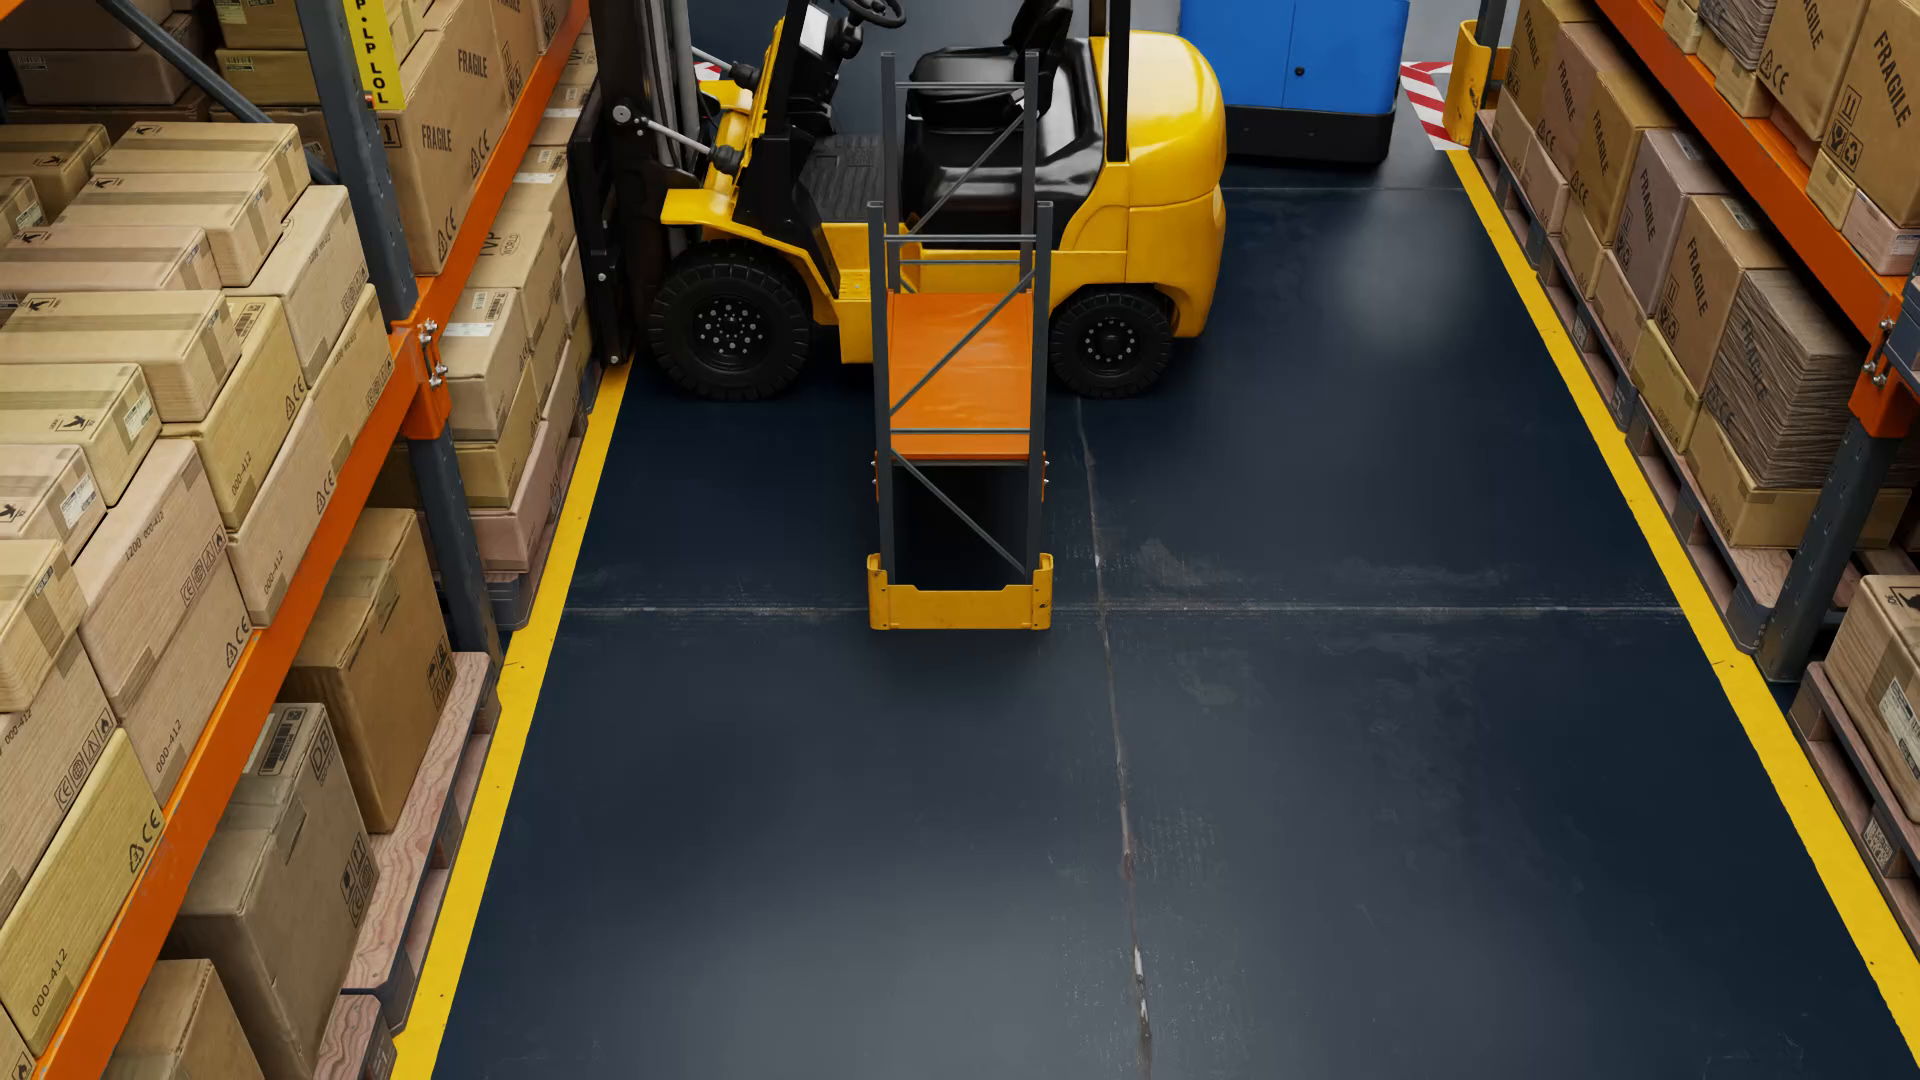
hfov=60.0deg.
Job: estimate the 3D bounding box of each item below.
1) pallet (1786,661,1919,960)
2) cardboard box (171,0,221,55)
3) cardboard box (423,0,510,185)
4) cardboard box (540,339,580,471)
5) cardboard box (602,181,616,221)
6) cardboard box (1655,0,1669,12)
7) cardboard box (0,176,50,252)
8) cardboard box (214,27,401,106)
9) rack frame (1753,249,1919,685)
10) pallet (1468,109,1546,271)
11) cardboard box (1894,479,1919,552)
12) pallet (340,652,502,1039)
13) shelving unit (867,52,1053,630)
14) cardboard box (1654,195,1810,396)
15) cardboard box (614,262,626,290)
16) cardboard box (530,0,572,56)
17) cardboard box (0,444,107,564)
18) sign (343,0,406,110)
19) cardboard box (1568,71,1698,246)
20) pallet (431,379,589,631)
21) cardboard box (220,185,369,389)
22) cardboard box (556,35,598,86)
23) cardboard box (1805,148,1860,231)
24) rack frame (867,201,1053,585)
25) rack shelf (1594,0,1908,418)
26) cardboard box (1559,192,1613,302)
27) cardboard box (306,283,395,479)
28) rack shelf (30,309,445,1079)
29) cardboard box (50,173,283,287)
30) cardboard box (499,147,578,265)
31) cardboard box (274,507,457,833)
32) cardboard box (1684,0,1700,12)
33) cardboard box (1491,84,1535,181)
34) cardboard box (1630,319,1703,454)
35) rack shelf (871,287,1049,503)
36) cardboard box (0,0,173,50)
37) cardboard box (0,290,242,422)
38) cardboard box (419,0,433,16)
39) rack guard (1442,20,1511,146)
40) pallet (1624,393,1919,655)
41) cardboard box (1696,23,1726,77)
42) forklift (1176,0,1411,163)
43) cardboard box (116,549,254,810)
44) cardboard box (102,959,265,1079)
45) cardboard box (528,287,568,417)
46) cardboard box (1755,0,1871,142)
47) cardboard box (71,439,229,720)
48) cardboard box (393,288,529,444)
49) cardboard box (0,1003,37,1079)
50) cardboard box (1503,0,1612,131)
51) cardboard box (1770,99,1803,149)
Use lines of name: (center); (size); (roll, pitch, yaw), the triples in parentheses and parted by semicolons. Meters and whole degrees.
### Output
pallet: (3.021, 0.817, 4.562); (1.003, 0.211, 1.213); (0, 39, 0)
cardboard box: (-2.237, -1.402, 4.502); (0.380, 0.149, 0.250); (-1, 39, -1)
cardboard box: (-1.702, -1.395, 5.012); (0.500, 0.500, 0.500); (1, 39, 1)
cardboard box: (-1.630, -0.464, 5.793); (0.500, 0.250, 0.500); (-1, 39, -1)
cardboard box: (-1.628, -1.286, 6.420); (0.500, 0.250, 0.500); (0, 39, 0)
cardboard box: (2.760, -1.975, 6.016); (0.380, 0.149, 0.250); (-1, 39, -1)
cardboard box: (-2.211, -0.657, 3.572); (0.380, 0.149, 0.250); (-1, 39, -2)
cardboard box: (-1.682, -1.244, 4.305); (0.380, 0.149, 0.250); (-1, 39, -1)
rack frame: (3.019, -0.758, 4.298); (1.000, 3.000, 0.127); (0, 39, 0)
pallet: (2.980, -1.616, 7.598); (1.003, 0.211, 1.213); (0, 39, 0)
cardboard box: (3.288, -0.218, 5.487); (0.500, 0.250, 0.500); (-2, 39, -2)
pallet: (-1.905, 0.796, 4.587); (1.003, 0.211, 1.213); (0, 39, 0)
shelving unit: (0.000, -0.633, 5.340); (0.587, 1.500, 1.083); (0, 39, 0)
cardboard box: (2.747, -0.830, 5.650); (0.500, 0.500, 0.500); (1, 39, 1)
cardboard box: (-1.627, -1.102, 6.590); (0.500, 0.250, 0.500); (1, 39, 1)
cardboard box: (-1.683, -2.026, 5.800); (0.500, 0.500, 0.500); (0, 39, 0)
cardboard box: (-1.692, -0.032, 2.793); (0.380, 0.149, 0.250); (0, 39, 0)
sign: (-1.402, -1.180, 3.961); (0.100, 0.325, 0.005); (0, 39, 0)
cardboard box: (2.736, -1.483, 6.465); (0.500, 0.500, 0.500); (1, 39, 1)
pallet: (-1.904, -0.162, 5.783); (1.003, 0.211, 1.213); (0, 39, 0)
cardboard box: (-1.689, -0.582, 3.798); (0.500, 0.250, 0.500); (-1, 39, -1)
cardboard box: (-1.620, -1.812, 6.676); (0.500, 0.250, 0.500); (0, 39, 1)
cardboard box: (2.706, -1.017, 4.821); (0.380, 0.149, 0.250); (1, 39, 1)
rack frame: (0.000, -0.321, 4.951); (0.500, 1.500, 0.032); (0, 39, 0)
rack shelf: (3.016, -1.728, 6.083); (1.077, 0.370, 4.000); (0, 39, 0)
cardboard box: (2.745, -1.186, 6.694); (0.500, 0.250, 0.500); (2, 39, 3)
cardboard box: (-1.683, -0.379, 3.944); (0.500, 0.250, 0.500); (1, 39, 1)
rack shelf: (-1.943, 0.779, 2.955); (1.077, 0.370, 4.000); (0, 39, 0)
cardboard box: (-1.704, -0.670, 3.588); (0.380, 0.149, 0.250); (-1, 39, -1)
cardboard box: (-1.634, -1.167, 5.871); (0.500, 0.250, 0.500); (1, 39, 1)
cardboard box: (-1.933, 0.337, 4.494); (0.875, 0.625, 0.625); (2, 39, 2)
cardboard box: (2.752, -2.158, 5.726); (0.500, 0.500, 0.500); (-1, 39, -1)
cardboard box: (2.738, -1.846, 7.518); (0.500, 0.250, 0.500); (0, 39, 0)
cardboard box: (2.739, -0.552, 5.903); (0.500, 0.250, 0.500); (-1, 39, -1)
rack shelf: (0.000, -0.498, 5.460); (0.538, 0.185, 1.000); (0, 39, 0)
cardboard box: (-2.248, -1.360, 4.212); (0.380, 0.149, 0.250); (0, 39, 0)
cardboard box: (-1.624, -0.352, 3.192); (0.380, 0.149, 0.250); (-1, 39, -1)
cardboard box: (-1.712, -1.569, 4.710); (0.380, 0.149, 0.250); (0, 39, 0)
rack guard: (3.014, -2.237, 8.141); (1.175, 0.500, 0.348); (0, 39, 0)
pallet: (2.983, -0.090, 5.694); (1.003, 0.211, 1.213); (0, 39, 0)
cardboard box: (2.739, -1.656, 5.619); (0.380, 0.149, 0.250); (-1, 39, -1)
forklift: (1.752, -3.844, 8.203); (1.130, 2.935, 3.031); (6, 39, 7)
cardboard box: (-1.707, 0.246, 3.164); (0.500, 0.250, 0.500); (0, 39, 0)
cardboard box: (-1.937, 1.292, 3.302); (0.875, 0.625, 0.625); (-2, 39, -2)
cardboard box: (-1.639, -0.656, 5.633); (0.500, 0.250, 0.500); (0, 39, 0)
cardboard box: (2.762, -1.513, 4.922); (0.500, 0.500, 0.500); (1, 39, 1)
cardboard box: (-1.686, 0.059, 2.997); (0.500, 0.250, 0.500); (1, 39, 1)
cardboard box: (-1.632, -0.536, 5.084); (0.500, 0.250, 0.500); (-1, 39, -1)
cardboard box: (-1.700, 0.893, 2.357); (0.500, 0.250, 0.500); (-1, 39, -2)
cardboard box: (2.739, -2.124, 7.265); (0.500, 0.500, 0.500); (-1, 39, -2)
cardboard box: (2.798, -1.336, 5.219); (0.380, 0.149, 0.250); (-1, 39, -1)
